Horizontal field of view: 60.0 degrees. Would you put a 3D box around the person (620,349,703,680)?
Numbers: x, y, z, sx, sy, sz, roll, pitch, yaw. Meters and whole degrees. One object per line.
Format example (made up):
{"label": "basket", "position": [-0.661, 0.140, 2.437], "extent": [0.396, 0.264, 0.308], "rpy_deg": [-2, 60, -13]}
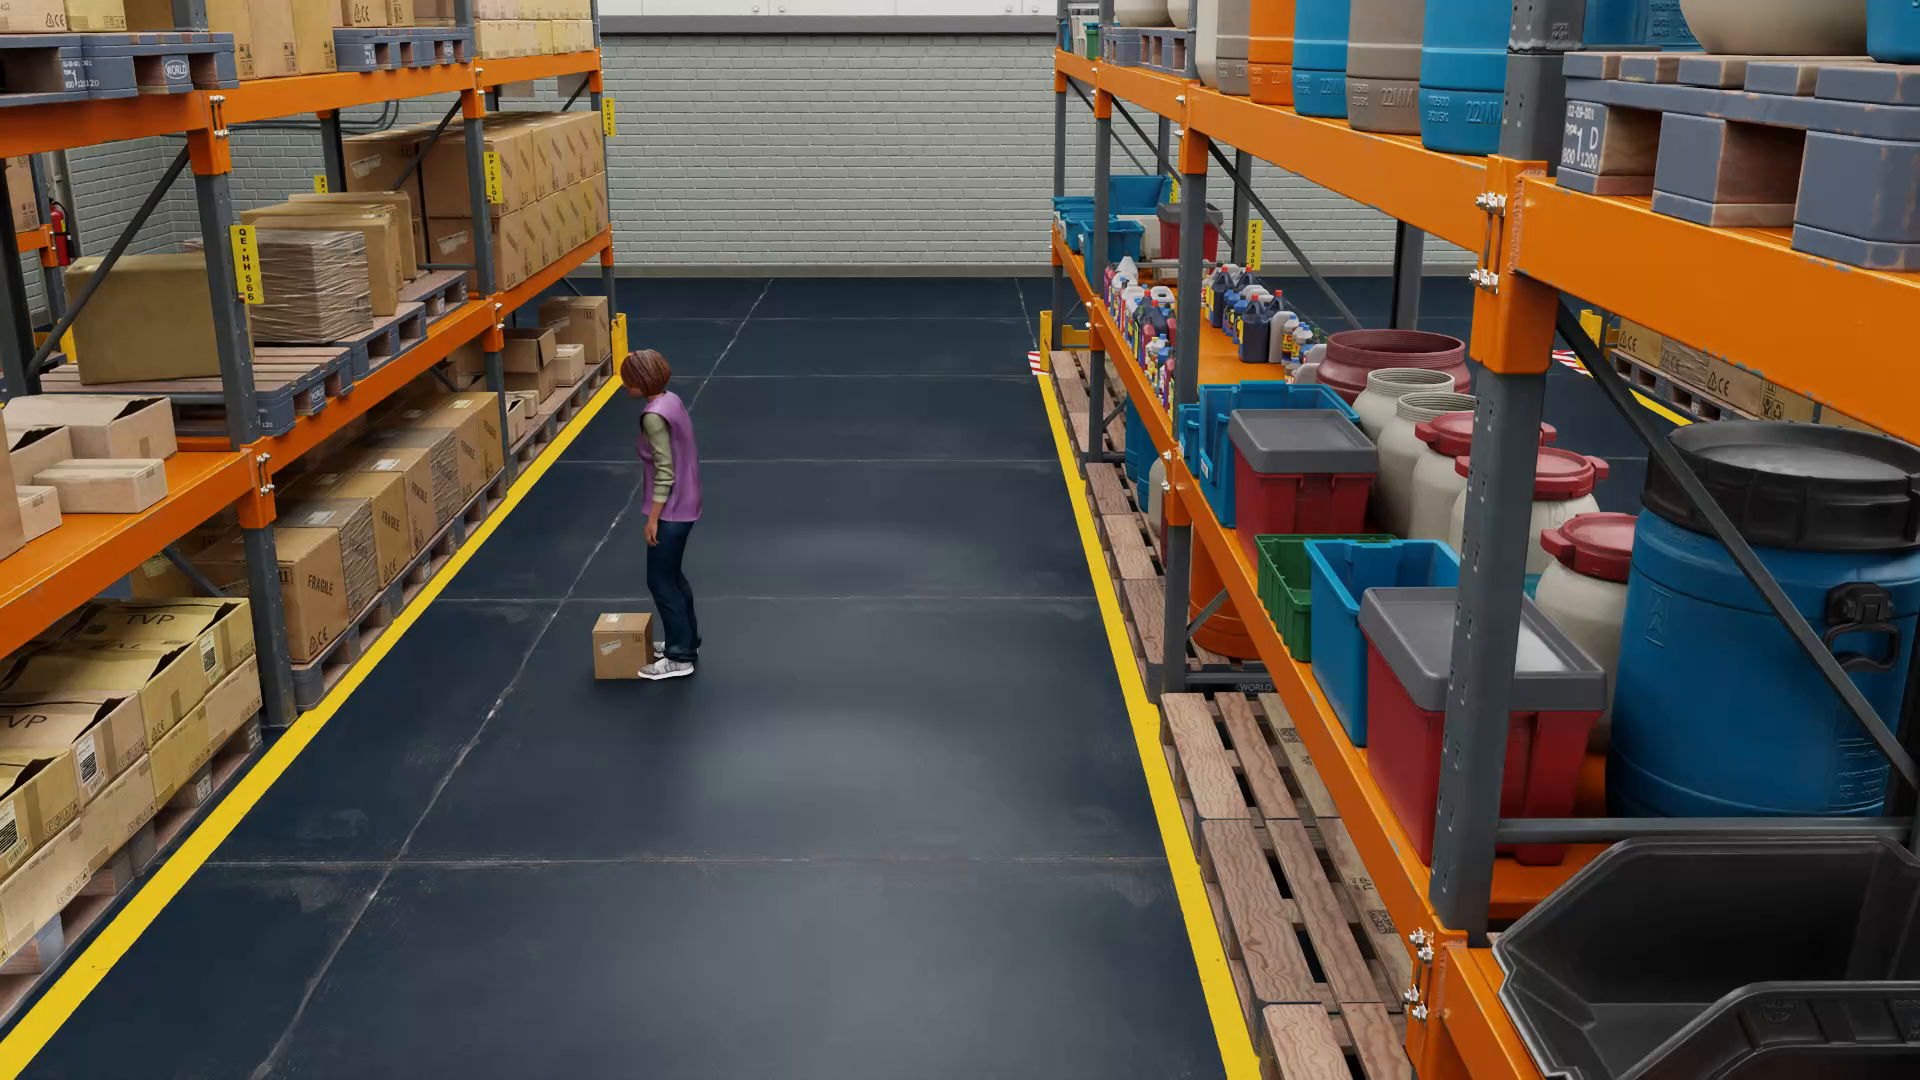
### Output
{"label": "person", "position": [-1.406, -0.127, 7.970], "extent": [0.344, 1.593, 0.460], "rpy_deg": [0, 17, 0]}
